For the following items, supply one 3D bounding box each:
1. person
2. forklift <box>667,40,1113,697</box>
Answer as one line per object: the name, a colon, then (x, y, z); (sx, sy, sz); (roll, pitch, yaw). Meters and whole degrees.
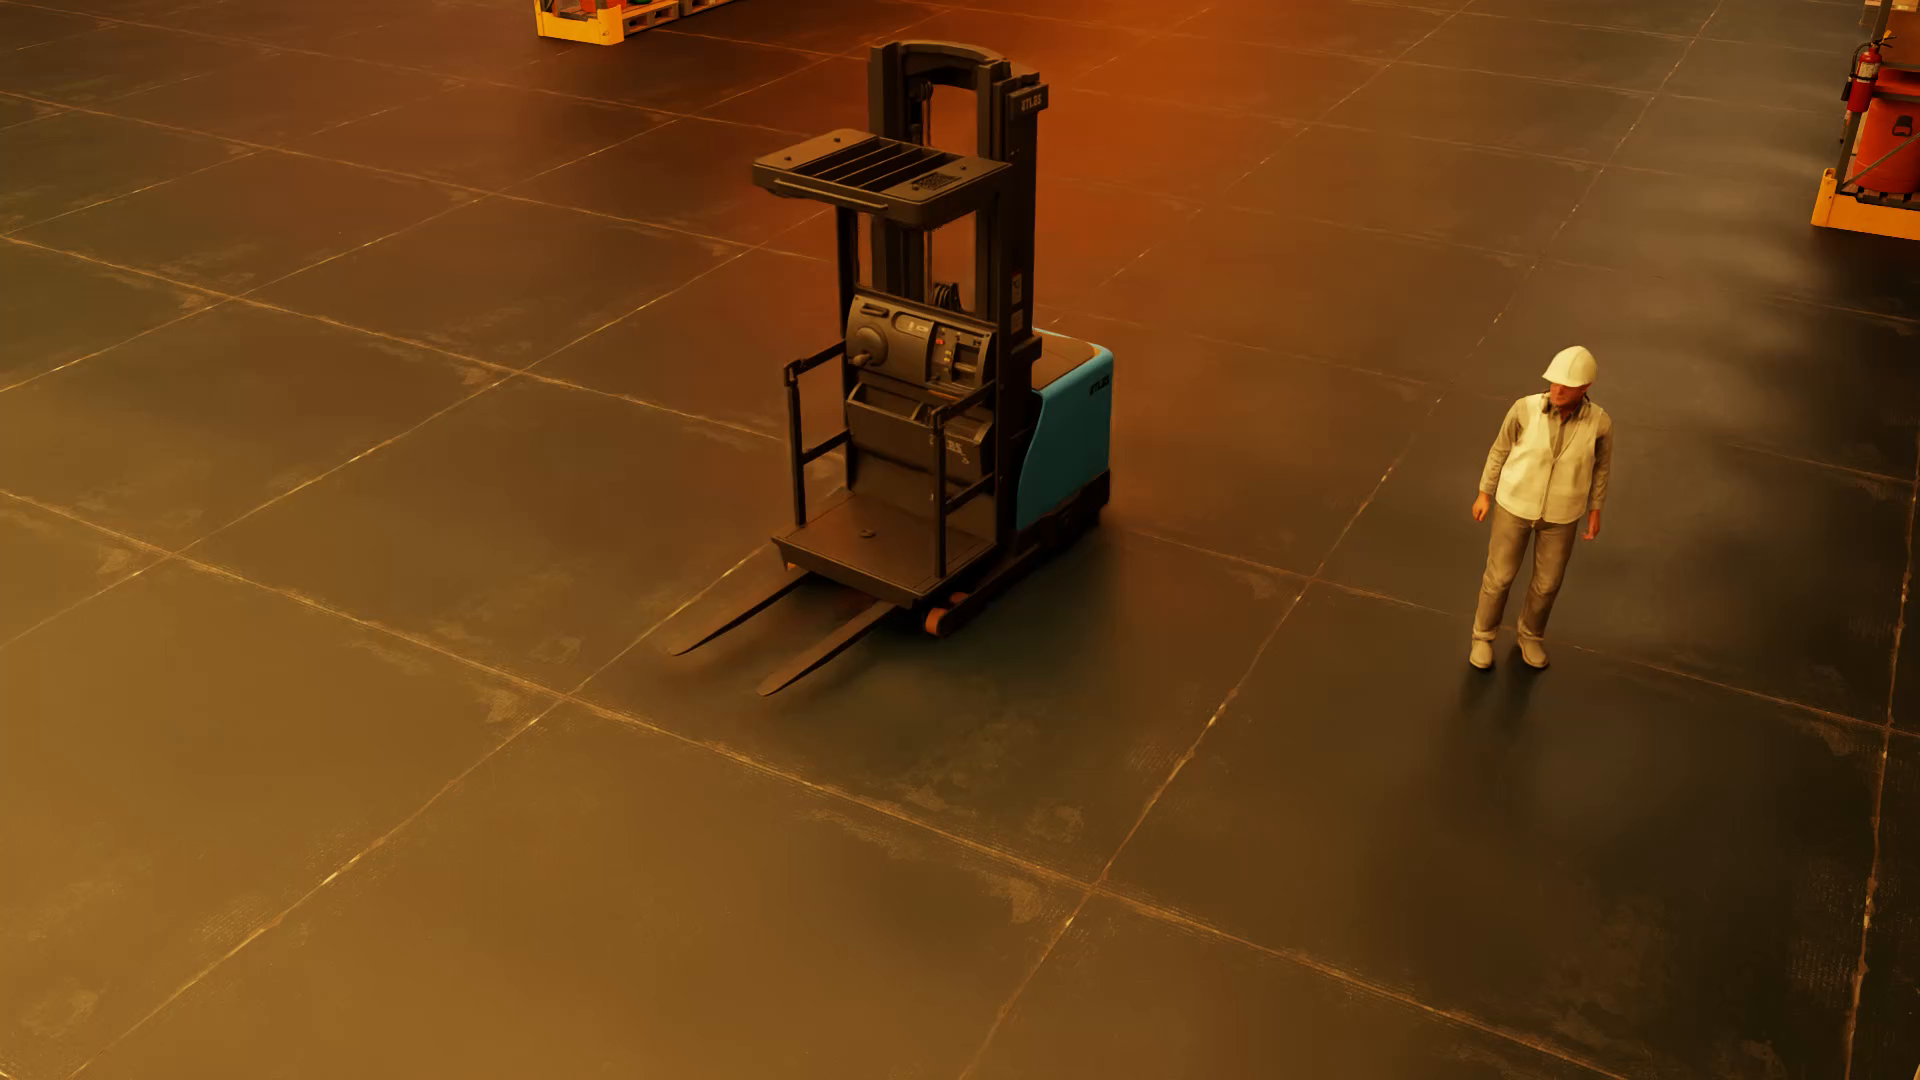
person: (2.954, -0.152, 8.494); (0.632, 1.775, 0.411); (6, 31, 11)
forklift: (-0.351, -1.014, 8.828); (1.130, 2.935, 3.031); (20, 35, 31)
